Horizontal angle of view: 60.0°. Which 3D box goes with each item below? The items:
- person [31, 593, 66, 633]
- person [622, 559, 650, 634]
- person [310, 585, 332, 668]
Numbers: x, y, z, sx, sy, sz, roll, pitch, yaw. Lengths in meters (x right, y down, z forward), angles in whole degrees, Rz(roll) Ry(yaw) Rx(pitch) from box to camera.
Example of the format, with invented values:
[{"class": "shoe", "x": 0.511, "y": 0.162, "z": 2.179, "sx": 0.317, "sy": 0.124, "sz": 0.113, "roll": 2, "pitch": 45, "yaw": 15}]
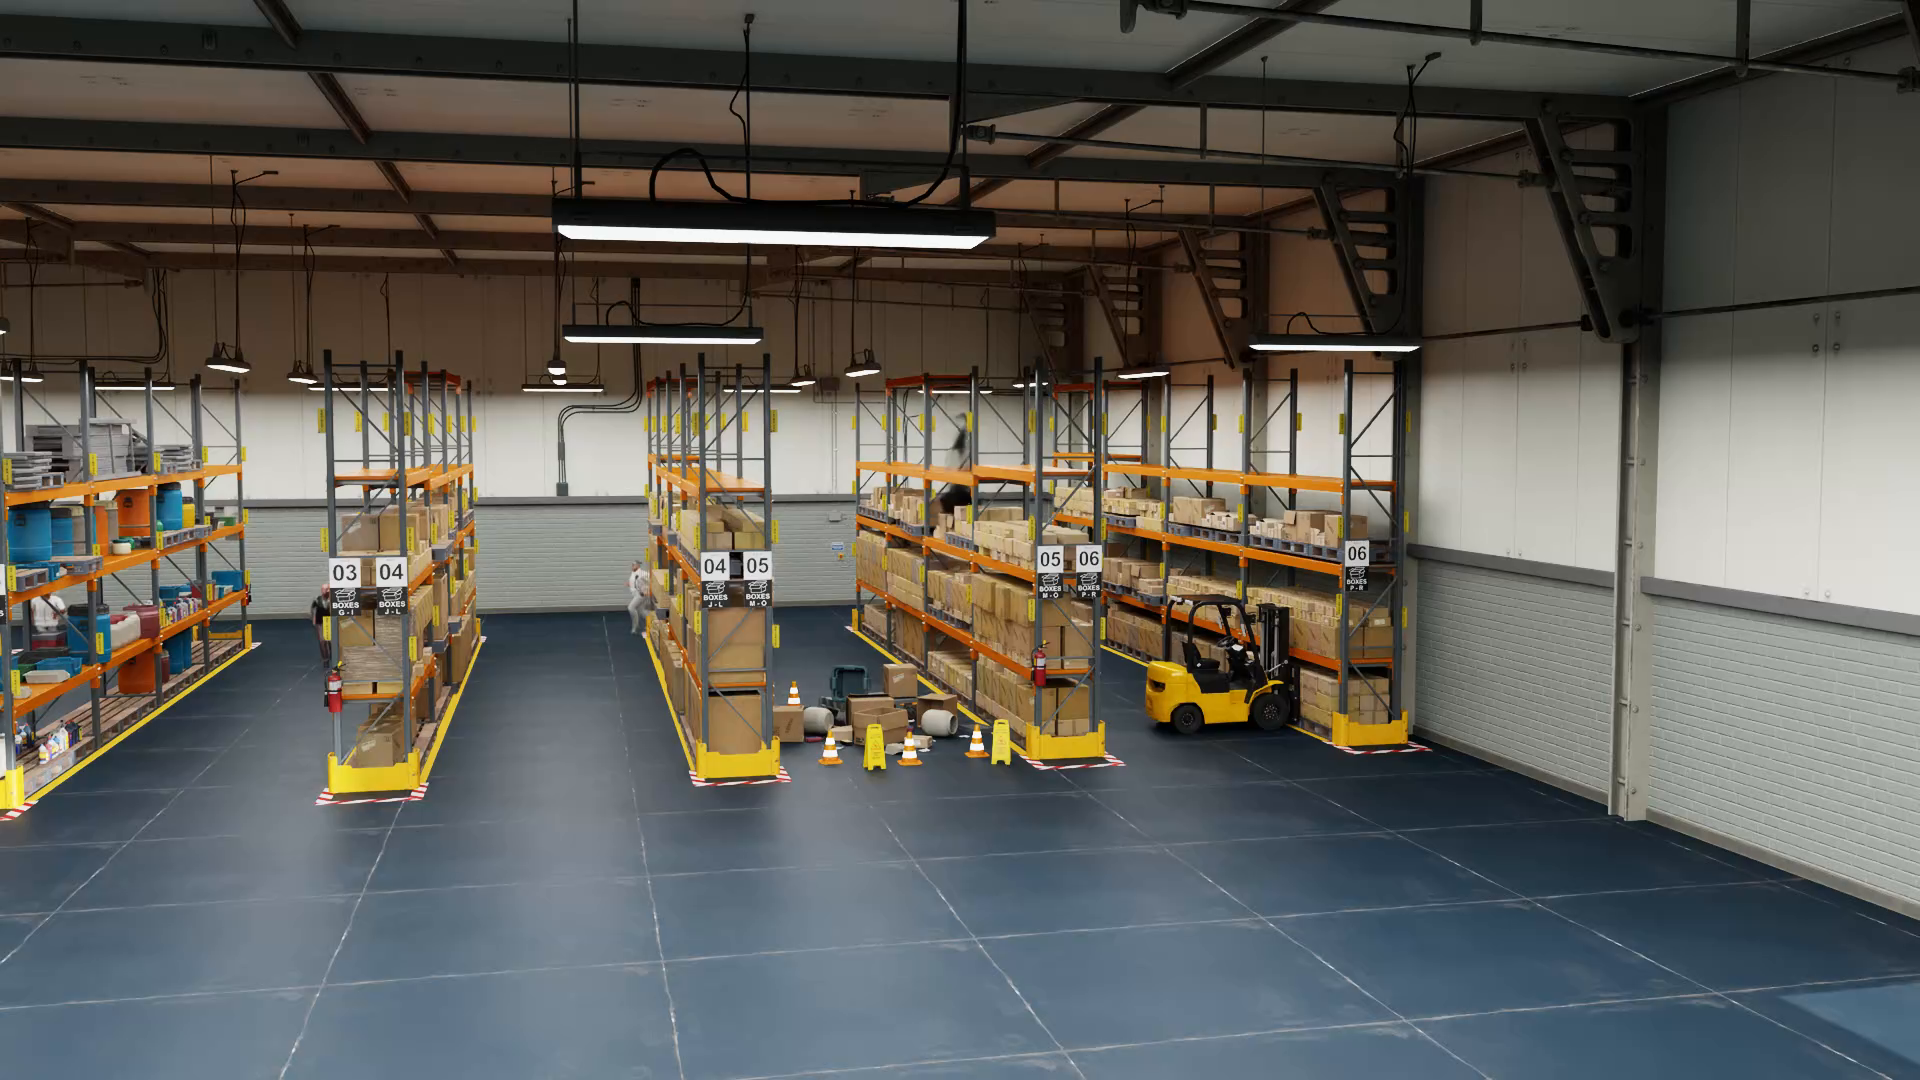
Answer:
[{"class": "person", "x": -18.835, "y": 1.749, "z": 34.301, "sx": 0.691, "sy": 1.735, "sz": 0.747, "roll": -1, "pitch": 4, "yaw": -20}, {"class": "person", "x": -7.714, "y": 1.360, "z": 40.028, "sx": 0.817, "sy": 1.821, "sz": 0.672, "roll": -2, "pitch": 5, "yaw": -32}, {"class": "person", "x": -13.135, "y": 1.763, "z": 34.492, "sx": 0.645, "sy": 1.709, "sz": 0.882, "roll": -1, "pitch": 4, "yaw": -19}]
